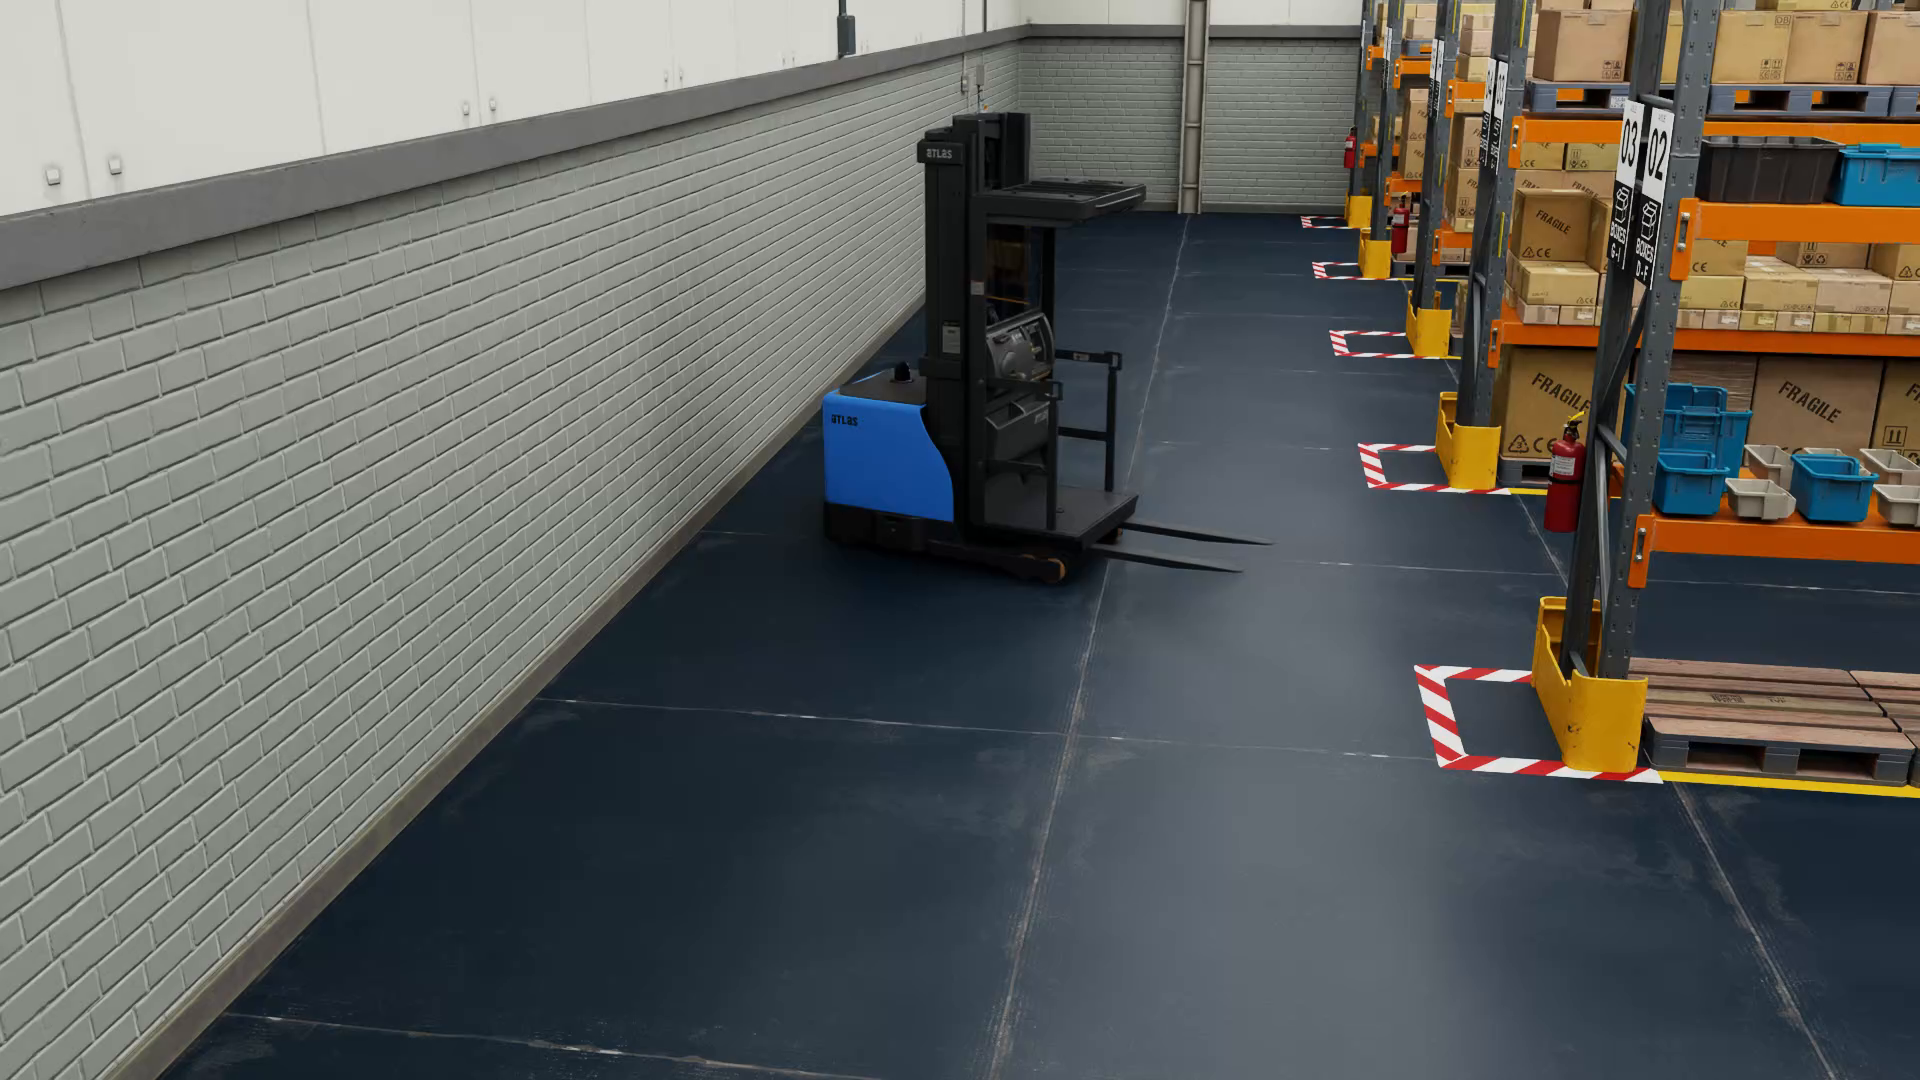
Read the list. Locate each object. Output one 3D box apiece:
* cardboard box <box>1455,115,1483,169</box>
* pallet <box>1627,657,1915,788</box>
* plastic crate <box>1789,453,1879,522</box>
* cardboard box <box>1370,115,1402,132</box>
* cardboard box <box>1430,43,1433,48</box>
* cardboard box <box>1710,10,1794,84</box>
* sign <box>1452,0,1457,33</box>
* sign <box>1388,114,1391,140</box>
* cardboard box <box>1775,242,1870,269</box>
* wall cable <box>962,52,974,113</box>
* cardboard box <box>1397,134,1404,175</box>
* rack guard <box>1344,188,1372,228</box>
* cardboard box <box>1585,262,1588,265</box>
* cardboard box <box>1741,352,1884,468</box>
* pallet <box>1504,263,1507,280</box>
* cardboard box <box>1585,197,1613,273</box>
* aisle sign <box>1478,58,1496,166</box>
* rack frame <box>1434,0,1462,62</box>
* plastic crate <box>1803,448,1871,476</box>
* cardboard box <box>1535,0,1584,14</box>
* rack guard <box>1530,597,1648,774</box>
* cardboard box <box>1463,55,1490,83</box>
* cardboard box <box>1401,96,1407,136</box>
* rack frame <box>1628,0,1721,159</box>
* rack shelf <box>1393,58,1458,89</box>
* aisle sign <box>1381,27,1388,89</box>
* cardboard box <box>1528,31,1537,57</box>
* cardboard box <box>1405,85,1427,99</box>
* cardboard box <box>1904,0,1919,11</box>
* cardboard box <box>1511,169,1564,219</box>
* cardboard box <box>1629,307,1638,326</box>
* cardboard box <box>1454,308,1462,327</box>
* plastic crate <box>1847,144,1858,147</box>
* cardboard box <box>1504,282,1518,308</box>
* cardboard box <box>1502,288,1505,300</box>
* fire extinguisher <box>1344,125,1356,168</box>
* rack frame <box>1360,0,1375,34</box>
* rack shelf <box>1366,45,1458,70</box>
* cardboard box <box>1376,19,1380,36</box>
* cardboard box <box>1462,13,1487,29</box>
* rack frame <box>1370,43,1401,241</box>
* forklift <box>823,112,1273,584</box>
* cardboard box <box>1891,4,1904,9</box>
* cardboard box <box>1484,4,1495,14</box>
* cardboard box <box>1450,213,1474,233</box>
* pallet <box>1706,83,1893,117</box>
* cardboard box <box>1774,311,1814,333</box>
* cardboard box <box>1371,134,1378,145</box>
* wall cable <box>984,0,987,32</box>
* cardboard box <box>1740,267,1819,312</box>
[{"bbox_3d":[5.408,-4.103,17.137,0.500,0.500,0.500,3,19,8],"label":"cardboard box"},{"bbox_3d":[4.142,0.930,8.690,1.213,0.211,1.003,3,19,9],"label":"pallet"},{"bbox_3d":[4.176,-0.246,7.981,0.300,0.233,0.416,3,19,9],"label":"plastic crate"},{"bbox_3d":[6.972,-6.787,27.129,0.500,0.250,0.500,3,19,10],"label":"cardboard box"},{"bbox_3d":[7.497,-7.804,26.068,0.250,0.149,0.380,3,19,10],"label":"cardboard box"},{"bbox_3d":[5.696,-3.628,12.213,0.500,0.500,0.700,2,19,5],"label":"cardboard box"},{"bbox_3d":[4.920,-5.213,16.552,0.005,0.325,0.100,3,19,9],"label":"sign"},{"bbox_3d":[5.598,-5.377,21.656,0.005,0.325,0.100,3,19,9],"label":"sign"},{"bbox_3d":[6.637,-2.378,12.768,0.500,0.500,0.500,2,19,7],"label":"cardboard box"},{"bbox_3d":[0.121,-5.875,22.985,0.123,1.953,0.585,3,19,9],"label":"wall cable"},{"bbox_3d":[6.210,-5.208,22.484,0.500,0.500,0.500,3,19,9],"label":"cardboard box"},{"bbox_3d":[6.550,-5.468,27.358,0.348,0.500,1.175,3,19,9],"label":"rack guard"},{"bbox_3d":[5.141,-2.100,13.121,0.500,0.250,0.500,3,19,8],"label":"cardboard box"},{"bbox_3d":[6.542,-1.091,13.024,0.875,0.875,0.875,3,19,9],"label":"cardboard box"},{"bbox_3d":[7.695,-3.702,22.534,1.213,0.211,1.003,3,19,9],"label":"pallet"},{"bbox_3d":[5.045,-2.289,12.503,0.500,0.500,0.500,2,19,7],"label":"cardboard box"},{"bbox_3d":[4.096,-3.328,12.925,0.004,0.787,0.394,3,19,9],"label":"aisle sign"},{"bbox_3d":[5.006,-6.391,16.723,0.127,3.000,1.000,3,19,9],"label":"rack frame"},{"bbox_3d":[4.452,-0.346,8.430,0.243,0.136,0.396,3,19,9],"label":"plastic crate"},{"bbox_3d":[7.658,-6.670,21.307,0.500,0.500,0.500,3,19,10],"label":"cardboard box"},{"bbox_3d":[3.308,0.742,8.796,0.348,0.500,1.175,3,19,9],"label":"rack guard"},{"bbox_3d":[5.409,-4.795,16.916,0.500,0.250,0.500,4,19,11],"label":"cardboard box"},{"bbox_3d":[6.206,-5.674,22.300,0.500,0.500,0.500,4,19,10],"label":"cardboard box"},{"bbox_3d":[3.334,-3.291,7.456,0.127,3.000,1.000,3,19,9],"label":"rack frame"},{"bbox_3d":[7.666,-6.083,21.662,4.000,0.370,1.077,3,19,9],"label":"rack shelf"},{"bbox_3d":[5.670,-6.436,22.213,0.004,0.787,0.394,3,19,9],"label":"aisle sign"},{"bbox_3d":[5.914,-5.005,16.756,0.500,0.250,0.500,3,19,8],"label":"cardboard box"},{"bbox_3d":[6.078,-5.976,22.181,0.250,0.149,0.380,3,19,9],"label":"cardboard box"},{"bbox_3d":[7.142,-3.918,11.898,0.500,0.250,0.500,2,19,5],"label":"cardboard box"},{"bbox_3d":[5.938,-3.607,17.229,0.500,0.500,0.500,3,19,9],"label":"cardboard box"},{"bbox_3d":[5.182,-1.719,12.610,0.250,0.149,0.380,3,19,8],"label":"cardboard box"},{"bbox_3d":[5.559,-2.432,18.176,0.250,0.149,0.380,3,19,10],"label":"cardboard box"},{"bbox_3d":[4.353,-1.808,8.085,0.336,0.188,0.450,3,19,9],"label":"plastic crate"},{"bbox_3d":[4.524,-1.964,13.340,0.250,0.149,0.380,3,19,10],"label":"cardboard box"},{"bbox_3d":[5.761,-2.567,17.640,0.250,0.149,0.380,3,19,10],"label":"cardboard box"},{"bbox_3d":[6.257,-6.306,26.633,0.183,0.674,0.296,3,19,9],"label":"fire extinguisher"},{"bbox_3d":[6.475,-9.502,26.021,0.127,3.000,1.000,3,19,9],"label":"rack frame"},{"bbox_3d":[8.450,-7.638,26.310,4.000,0.370,1.077,3,19,9],"label":"rack shelf"},{"bbox_3d":[6.958,-8.213,26.661,0.500,0.250,0.500,3,19,8],"label":"cardboard box"},{"bbox_3d":[5.381,-5.399,17.305,0.250,0.149,0.380,3,19,8],"label":"cardboard box"},{"bbox_3d":[5.692,-5.102,22.325,0.127,3.000,1.000,3,19,9],"label":"rack frame"},{"bbox_3d":[0.587,-1.294,11.050,3.031,2.935,1.130,9,21,26],"label":"forklift"},{"bbox_3d":[11.804,-6.366,20.556,0.500,0.500,0.500,3,19,9],"label":"cardboard box"},{"bbox_3d":[8.376,-8.211,25.868,0.500,0.250,0.500,3,19,10],"label":"cardboard box"},{"bbox_3d":[5.274,-3.308,17.359,0.250,0.149,0.380,3,19,8],"label":"cardboard box"},{"bbox_3d":[6.062,-3.283,12.301,1.213,0.211,1.003,3,19,9],"label":"pallet"},{"bbox_3d":[6.196,-1.667,12.455,0.250,0.149,0.380,3,19,10],"label":"cardboard box"},{"bbox_3d":[6.756,-6.436,26.706,0.250,0.149,0.380,3,19,8],"label":"cardboard box"},{"bbox_3d":[0.632,-9.269,25.265,0.133,3.039,2.988,3,19,9],"label":"wall cable"},{"bbox_3d":[6.077,-1.884,12.473,0.500,0.250,0.500,3,19,8],"label":"cardboard box"}]
